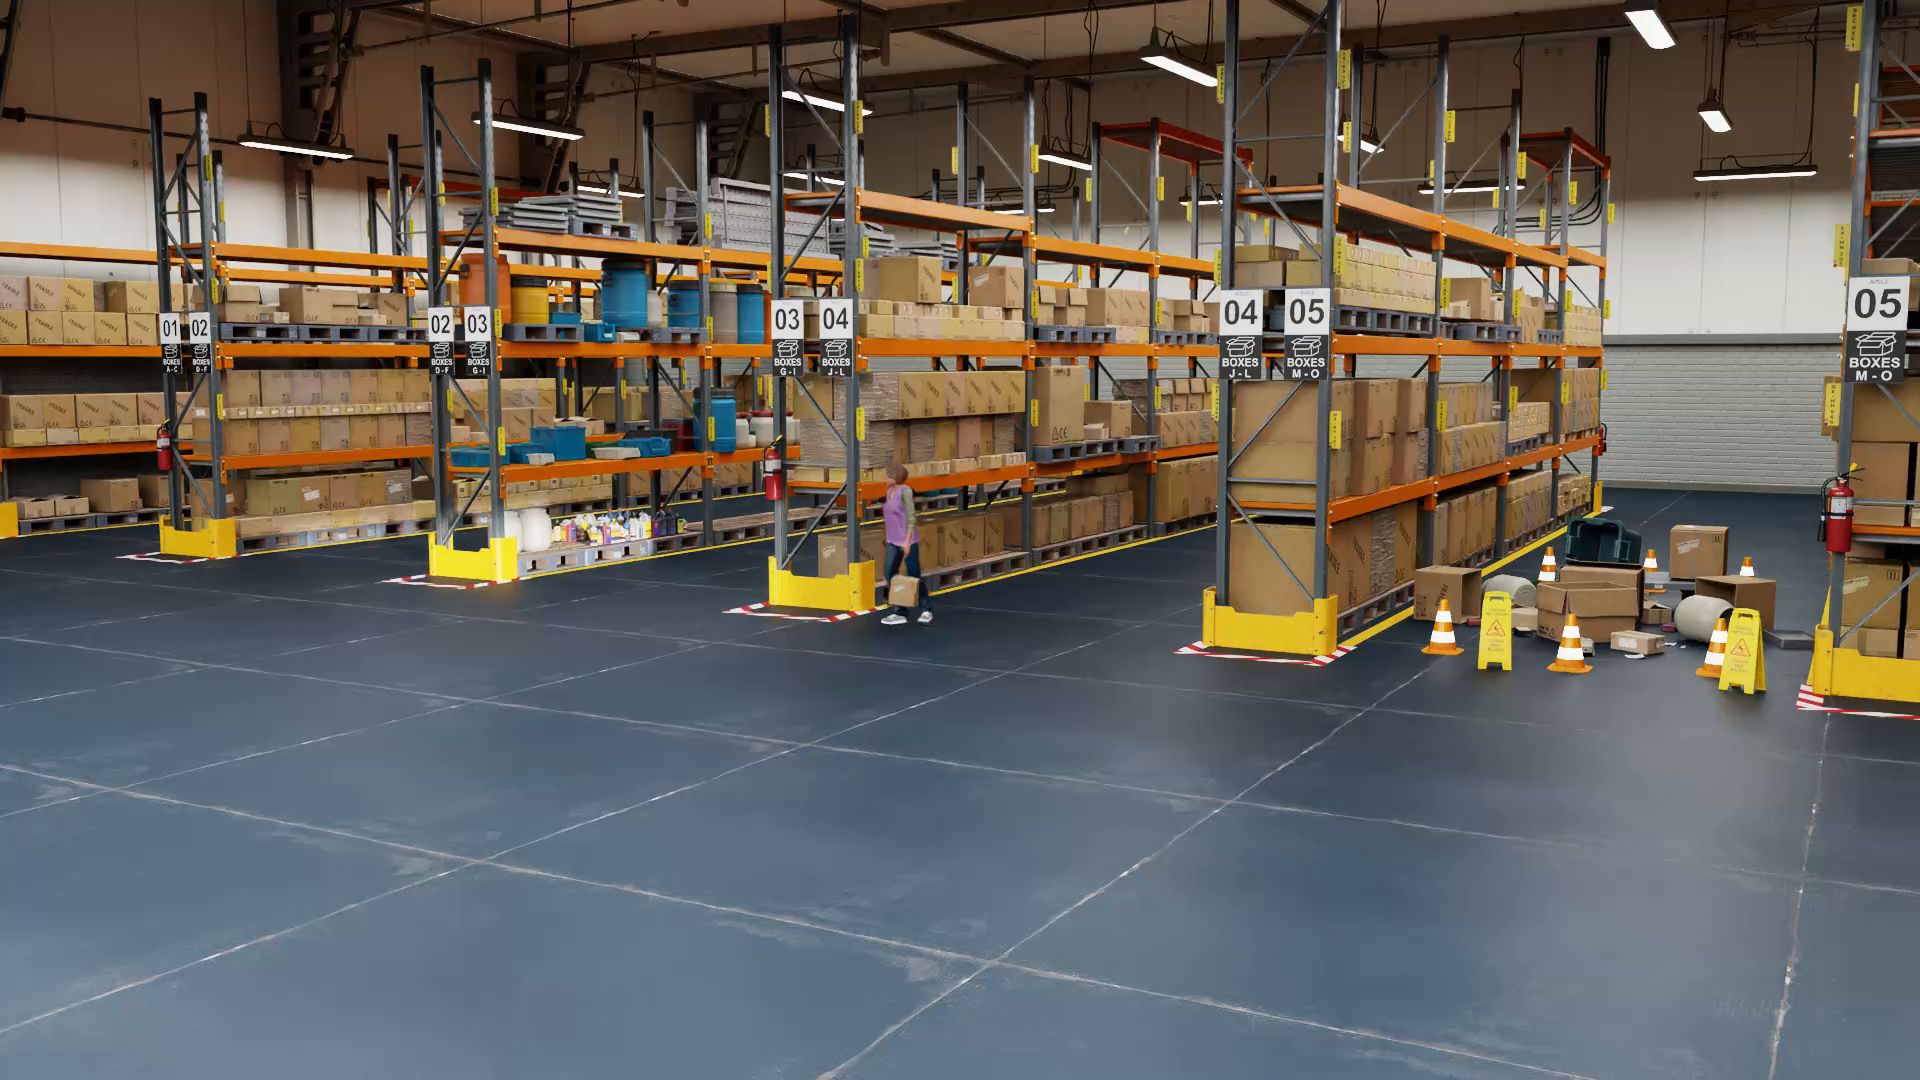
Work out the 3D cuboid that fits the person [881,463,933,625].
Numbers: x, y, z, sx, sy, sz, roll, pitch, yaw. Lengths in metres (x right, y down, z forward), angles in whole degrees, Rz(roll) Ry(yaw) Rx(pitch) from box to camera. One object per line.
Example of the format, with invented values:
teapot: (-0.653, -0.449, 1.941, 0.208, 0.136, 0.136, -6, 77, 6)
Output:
person: (-0.524, 0.031, 16.285, 0.521, 1.586, 0.442, -4, 8, -35)
